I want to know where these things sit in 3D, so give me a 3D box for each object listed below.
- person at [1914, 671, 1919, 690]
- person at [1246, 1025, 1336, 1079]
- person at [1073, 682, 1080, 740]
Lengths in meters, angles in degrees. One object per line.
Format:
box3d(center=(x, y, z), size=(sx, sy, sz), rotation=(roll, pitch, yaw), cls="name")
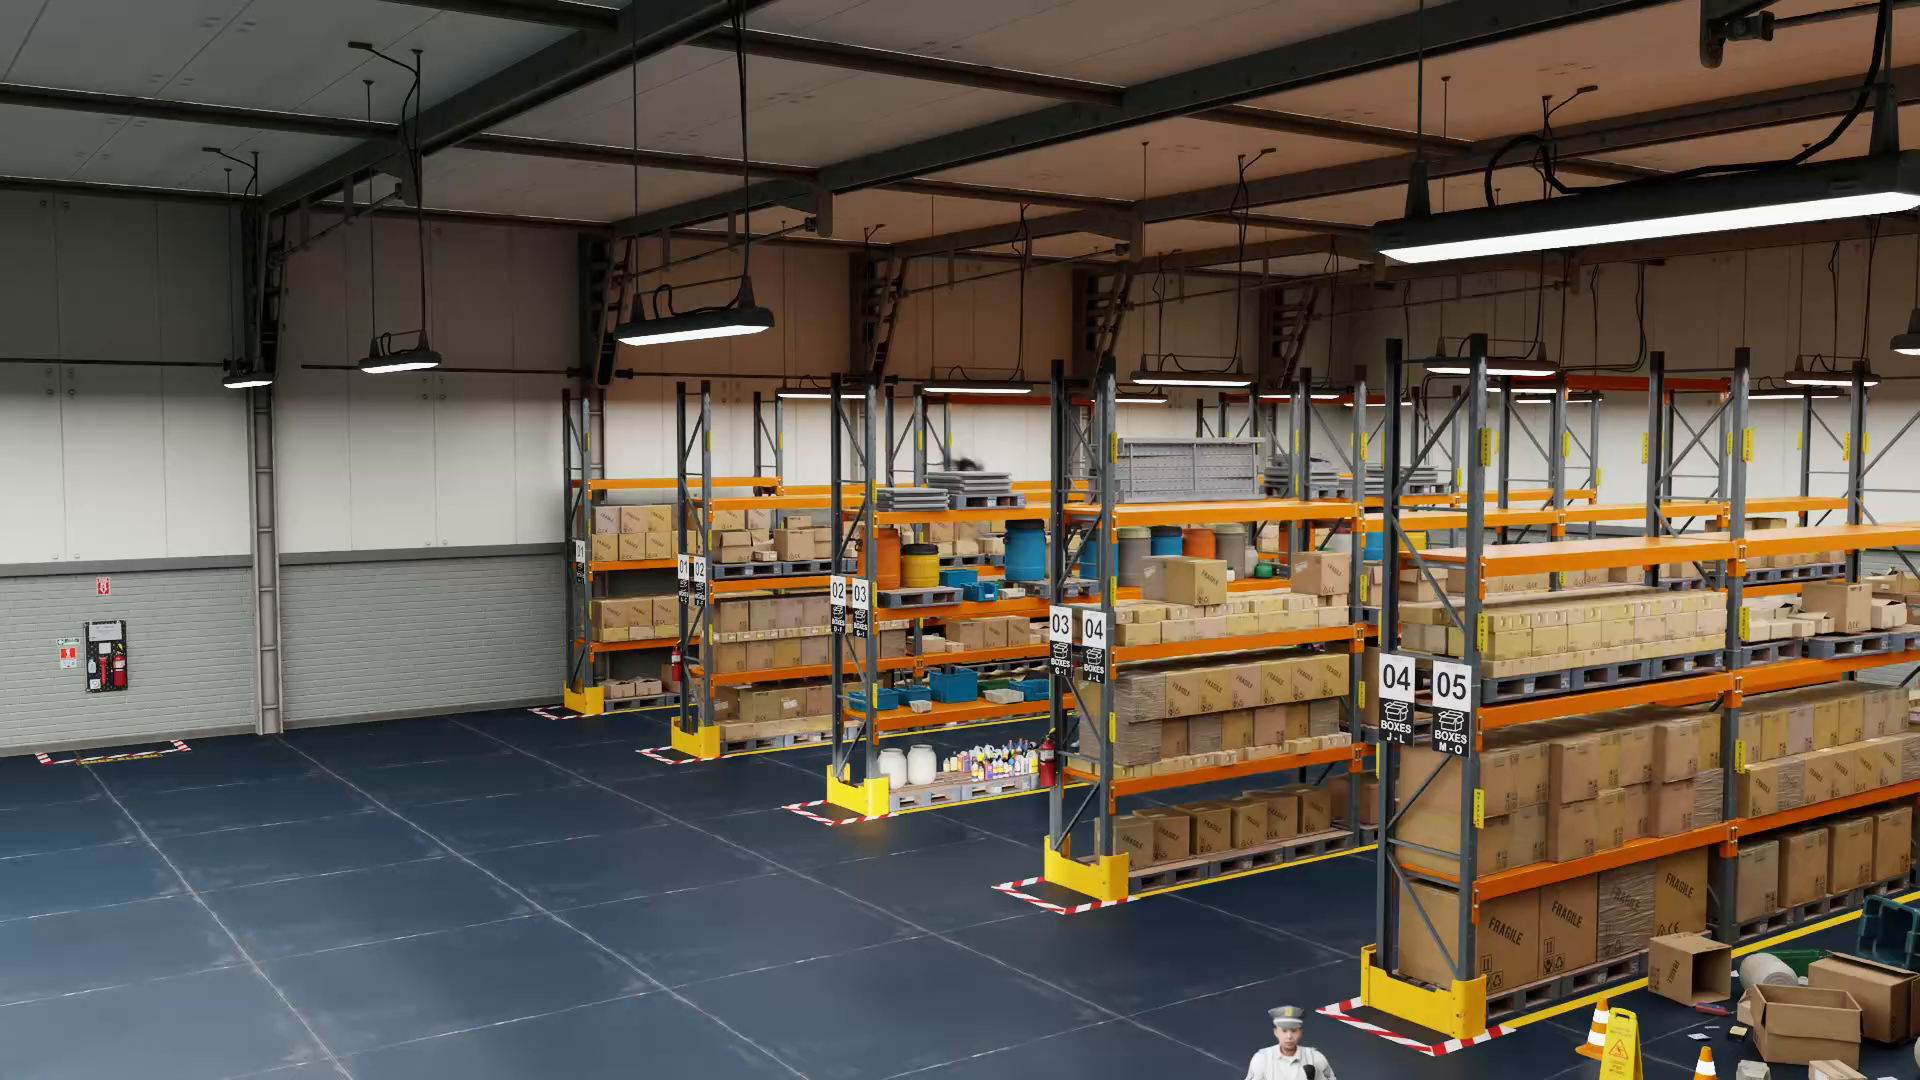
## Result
box3d(center=(15.621, 2.602, 26.575), size=(0.681, 1.597, 0.541), rotation=(1, 4, 18), cls="person")
box3d(center=(2.035, 3.692, 10.238), size=(0.603, 1.608, 0.397), rotation=(1, 4, 10), cls="person")
box3d(center=(2.162, 2.469, 27.389), size=(0.670, 1.675, 0.720), rotation=(-2, 4, -30), cls="person")
